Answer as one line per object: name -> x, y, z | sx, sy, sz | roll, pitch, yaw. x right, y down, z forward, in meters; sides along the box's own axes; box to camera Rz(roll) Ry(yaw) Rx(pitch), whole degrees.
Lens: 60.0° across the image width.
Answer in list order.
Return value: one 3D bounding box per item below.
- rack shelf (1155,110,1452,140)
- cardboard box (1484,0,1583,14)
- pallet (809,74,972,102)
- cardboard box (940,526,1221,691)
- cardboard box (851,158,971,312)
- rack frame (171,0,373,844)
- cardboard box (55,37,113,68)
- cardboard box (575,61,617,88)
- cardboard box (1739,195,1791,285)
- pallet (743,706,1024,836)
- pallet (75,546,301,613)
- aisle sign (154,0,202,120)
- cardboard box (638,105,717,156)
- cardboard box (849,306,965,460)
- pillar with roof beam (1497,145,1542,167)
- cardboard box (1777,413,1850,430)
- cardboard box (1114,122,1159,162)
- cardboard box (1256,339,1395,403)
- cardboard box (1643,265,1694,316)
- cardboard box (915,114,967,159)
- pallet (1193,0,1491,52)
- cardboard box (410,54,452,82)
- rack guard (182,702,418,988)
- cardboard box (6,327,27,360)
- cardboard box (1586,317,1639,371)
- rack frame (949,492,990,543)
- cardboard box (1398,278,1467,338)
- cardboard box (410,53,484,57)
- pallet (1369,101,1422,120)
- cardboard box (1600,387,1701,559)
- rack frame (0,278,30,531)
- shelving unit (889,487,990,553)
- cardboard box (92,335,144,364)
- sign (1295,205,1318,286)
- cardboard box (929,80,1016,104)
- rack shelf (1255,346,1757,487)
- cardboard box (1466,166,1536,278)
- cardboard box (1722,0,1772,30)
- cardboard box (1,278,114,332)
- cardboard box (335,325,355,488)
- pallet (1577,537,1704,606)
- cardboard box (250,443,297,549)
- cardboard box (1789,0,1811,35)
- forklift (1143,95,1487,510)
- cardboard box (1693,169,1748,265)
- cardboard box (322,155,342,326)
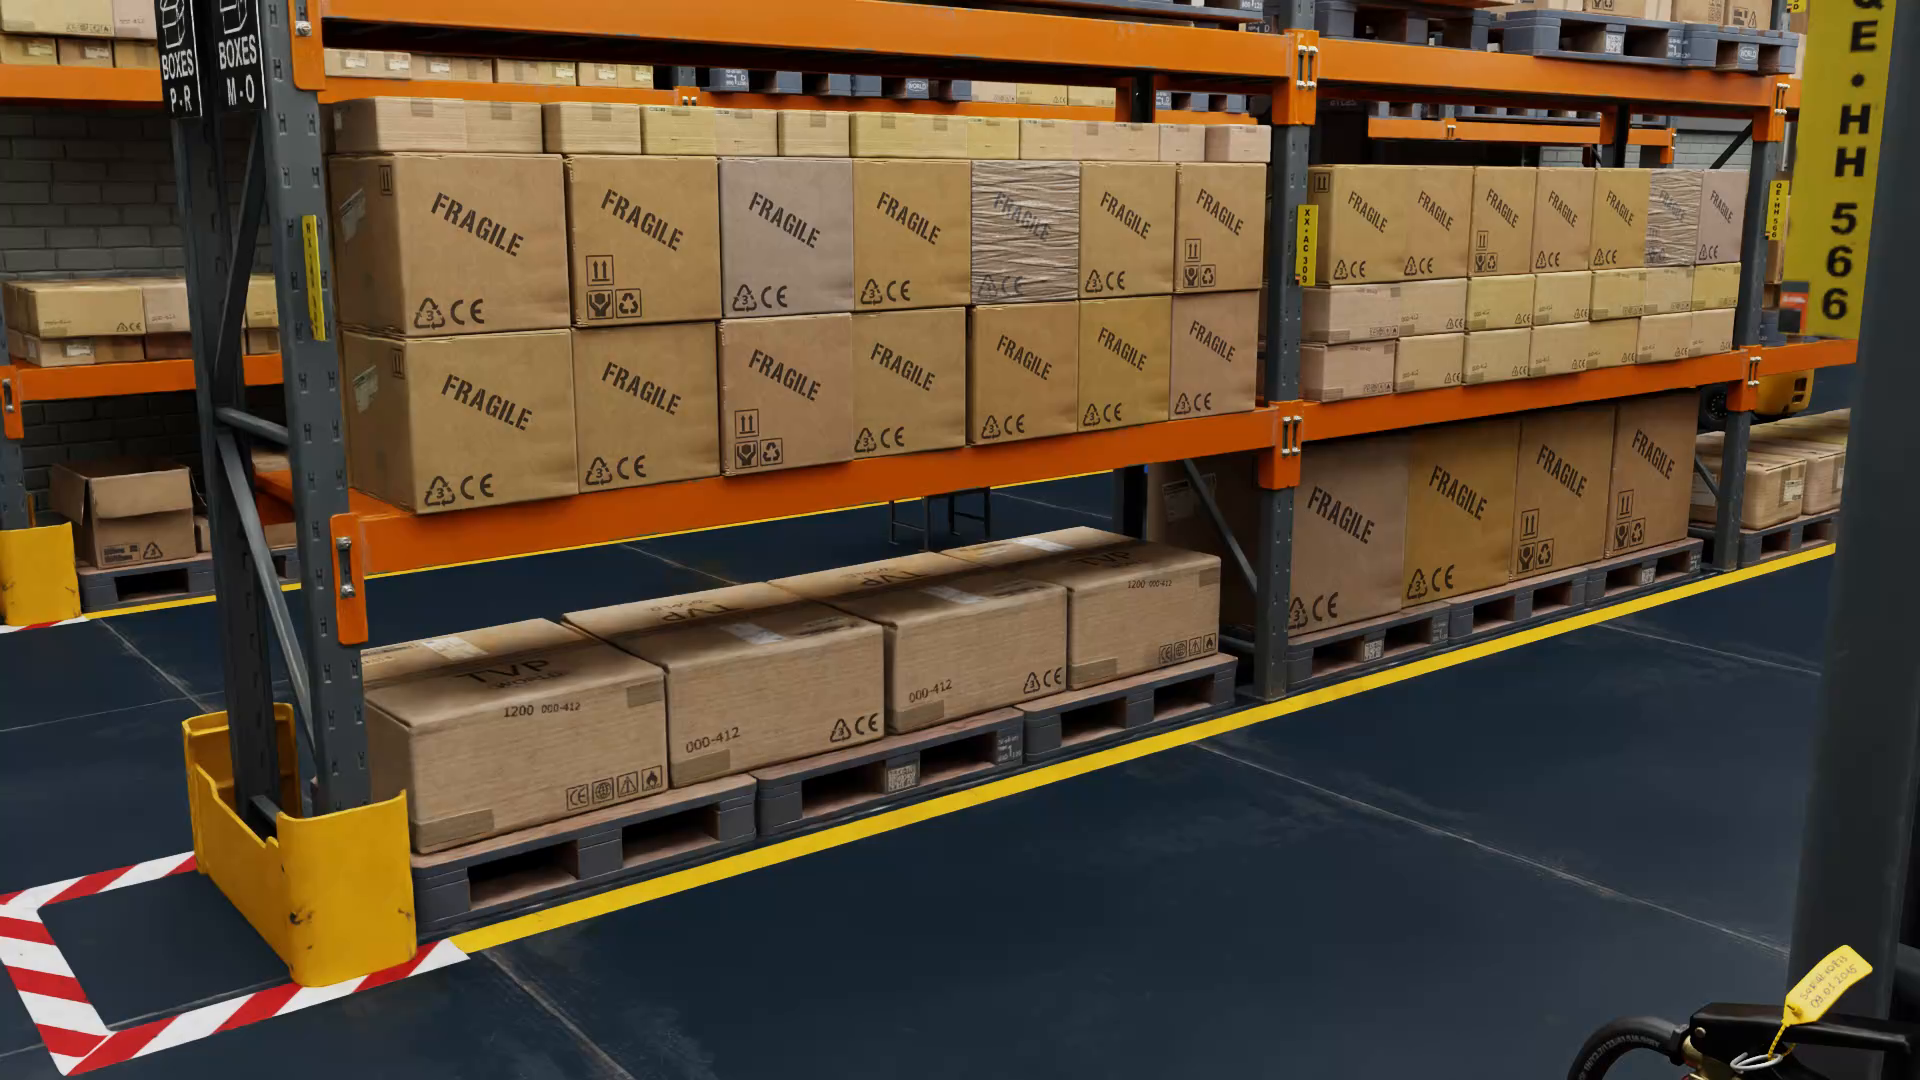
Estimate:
rack shelf -> 2.657, -3.537, 14.575 | 4.000, 0.370, 1.077 | -9, 15, -38
cardboard box -> 2.721, -2.626, 7.864 | 0.258, 0.266, 0.396 | -8, 14, -33
pallet -> -0.667, -3.227, 11.835 | 1.003, 0.211, 1.213 | -9, 15, -38
cardboard box -> 0.519, 0.273, 7.277 | 0.875, 0.438, 0.875 | -10, 15, -38
cardboard box -> -0.309, -1.075, 5.821 | 0.500, 0.500, 0.500 | -9, 15, -37
rack frame -> -2.047, -0.320, 4.912 | 0.127, 3.000, 1.000 | -9, 15, -38
cardboard box -> -4.569, -2.510, 8.613 | 0.250, 0.149, 0.380 | -9, 15, -37
cardboard box -> -2.317, -2.862, 10.268 | 0.250, 0.149, 0.380 | -9, 15, -38
cardboard box -> 4.695, -1.778, 9.814 | 0.500, 0.500, 0.500 | -10, 16, -39
pallet -> -0.520, 0.771, 6.492 | 1.213, 0.211, 1.003 | -9, 15, -38
pallet -> -4.470, 0.127, 9.525 | 1.213, 0.211, 1.003 | -9, 15, -38
aisle sign -> -2.297, -1.632, 4.835 | 0.004, 0.787, 0.394 | -9, 15, -38
cardboard box -> -0.968, -1.274, 5.197 | 0.250, 0.149, 0.380 | -10, 16, -39
cardboard box -> -0.326, -0.585, 5.922 | 0.500, 0.500, 0.500 | -9, 15, -36
pillar with roof beam -> 8.925, -5.492, 14.830 | 0.400, 9.000, 9.100 | -9, 15, -38
cardboard box -> 6.356, -0.634, 11.710 | 0.625, 0.372, 0.950 | -8, 15, -34
cardboard box -> 0.560, -1.555, 6.521 | 0.250, 0.149, 0.380 | -9, 15, -38
cardboard box -> 1.585, -0.780, 7.439 | 0.500, 0.250, 0.500 | -10, 15, -39
cardboard box -> 3.582, -1.358, 8.958 | 0.500, 0.250, 0.500 | -10, 16, -39
cardboard box -> -0.186, -1.412, 5.849 | 0.250, 0.149, 0.380 | -9, 15, -38
pallet -> 1.761, -2.339, 7.663 | 1.217, 0.209, 0.805 | -10, 16, -40
cardboard box -> -3.147, -2.734, 9.664 | 0.250, 0.149, 0.380 | -9, 15, -37
rack guard -> -2.066, 0.906, 5.157 | 0.348, 0.500, 1.175 | -9, 15, -38
cardboard box -> -5.060, -1.088, 9.135 | 0.250, 0.149, 0.380 | -10, 15, -38
cardboard box -> 3.174, -1.045, 8.690 | 0.500, 0.250, 0.500 | -10, 15, -38
rack frame -> 0.061, -1.037, 10.459 | 0.015, 2.100, 0.400 | -9, 15, -38
cardboard box -> 1.985, -1.093, 7.714 | 0.500, 0.250, 0.500 | -9, 15, -37
cardboard box -> -3.055, -2.946, 9.703 | 0.500, 0.250, 0.500 | -9, 15, -36
pallet -> 3.539, -3.938, 15.194 | 1.217, 0.209, 0.805 | -10, 16, -40
cardboard box -> 3.608, -0.448, 9.619 | 0.875, 0.875, 0.875 | -10, 15, -38
rack frame -> -5.151, -1.124, 8.701 | 0.127, 3.000, 1.000 | -9, 15, -38
shelving unit -> -0.129, -1.006, 10.310 | 0.503, 2.100, 0.431 | -9, 15, -38
cardboard box -> -4.553, -1.040, 8.910 | 0.250, 0.149, 0.380 | -9, 15, -36
sign -> 1.424, -1.211, 6.835 | 0.005, 0.325, 0.100 | -9, 15, -38
cardboard box -> 0.064, -3.320, 12.181 | 0.500, 0.250, 0.500 | -9, 15, -38
rack shelf -> 2.638, -0.746, 8.654 | 4.000, 0.370, 1.077 | -9, 15, -38
cardboard box -> 2.372, -1.522, 7.928 | 0.500, 0.500, 0.500 | -10, 16, -39
cardboard box -> 3.999, -3.007, 9.089 | 0.637, 0.503, 0.797 | -11, 16, -41
cardboard box -> -4.958, -1.299, 9.170 | 0.500, 0.250, 0.500 | -9, 15, -36
cardboard box -> -1.836, -0.474, 5.399 | 0.500, 0.500, 0.500 | -9, 15, -37
pallet -> 3.537, 0.096, 9.666 | 1.213, 0.211, 1.003 | -9, 15, -38
cardboard box -> -3.923, -0.275, 9.711 | 0.500, 0.500, 0.700 | -9, 15, -35
cardboard box -> 4.946, -2.995, 10.051 | 0.500, 0.500, 0.700 | -9, 15, -38
forklift -> 2.772, -1.614, 11.175 | 3.031, 2.935, 1.130 | -4, 13, -18
cardboard box -> 3.959, -1.786, 9.171 | 0.500, 0.500, 0.500 | -10, 16, -39
cardboard box -> -1.820, -0.959, 5.274 | 0.500, 0.500, 0.500 | -9, 15, -36
